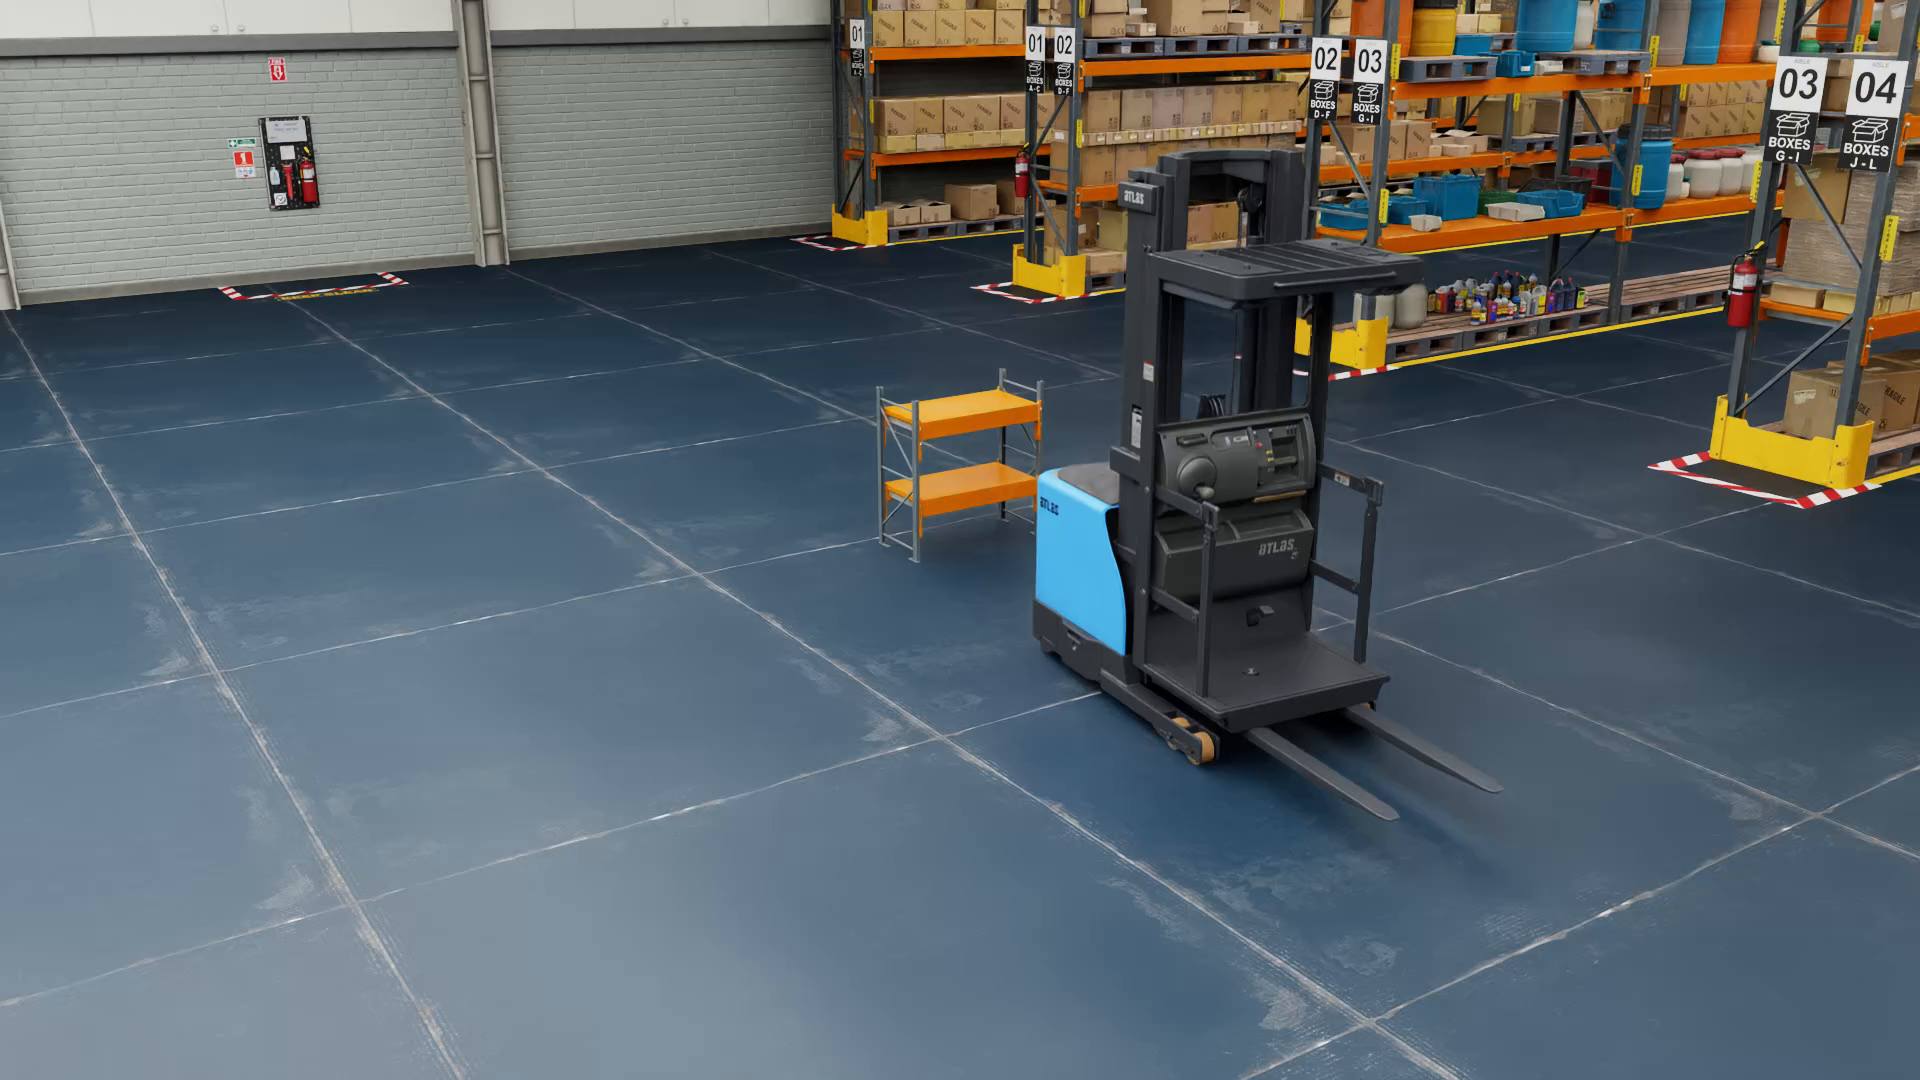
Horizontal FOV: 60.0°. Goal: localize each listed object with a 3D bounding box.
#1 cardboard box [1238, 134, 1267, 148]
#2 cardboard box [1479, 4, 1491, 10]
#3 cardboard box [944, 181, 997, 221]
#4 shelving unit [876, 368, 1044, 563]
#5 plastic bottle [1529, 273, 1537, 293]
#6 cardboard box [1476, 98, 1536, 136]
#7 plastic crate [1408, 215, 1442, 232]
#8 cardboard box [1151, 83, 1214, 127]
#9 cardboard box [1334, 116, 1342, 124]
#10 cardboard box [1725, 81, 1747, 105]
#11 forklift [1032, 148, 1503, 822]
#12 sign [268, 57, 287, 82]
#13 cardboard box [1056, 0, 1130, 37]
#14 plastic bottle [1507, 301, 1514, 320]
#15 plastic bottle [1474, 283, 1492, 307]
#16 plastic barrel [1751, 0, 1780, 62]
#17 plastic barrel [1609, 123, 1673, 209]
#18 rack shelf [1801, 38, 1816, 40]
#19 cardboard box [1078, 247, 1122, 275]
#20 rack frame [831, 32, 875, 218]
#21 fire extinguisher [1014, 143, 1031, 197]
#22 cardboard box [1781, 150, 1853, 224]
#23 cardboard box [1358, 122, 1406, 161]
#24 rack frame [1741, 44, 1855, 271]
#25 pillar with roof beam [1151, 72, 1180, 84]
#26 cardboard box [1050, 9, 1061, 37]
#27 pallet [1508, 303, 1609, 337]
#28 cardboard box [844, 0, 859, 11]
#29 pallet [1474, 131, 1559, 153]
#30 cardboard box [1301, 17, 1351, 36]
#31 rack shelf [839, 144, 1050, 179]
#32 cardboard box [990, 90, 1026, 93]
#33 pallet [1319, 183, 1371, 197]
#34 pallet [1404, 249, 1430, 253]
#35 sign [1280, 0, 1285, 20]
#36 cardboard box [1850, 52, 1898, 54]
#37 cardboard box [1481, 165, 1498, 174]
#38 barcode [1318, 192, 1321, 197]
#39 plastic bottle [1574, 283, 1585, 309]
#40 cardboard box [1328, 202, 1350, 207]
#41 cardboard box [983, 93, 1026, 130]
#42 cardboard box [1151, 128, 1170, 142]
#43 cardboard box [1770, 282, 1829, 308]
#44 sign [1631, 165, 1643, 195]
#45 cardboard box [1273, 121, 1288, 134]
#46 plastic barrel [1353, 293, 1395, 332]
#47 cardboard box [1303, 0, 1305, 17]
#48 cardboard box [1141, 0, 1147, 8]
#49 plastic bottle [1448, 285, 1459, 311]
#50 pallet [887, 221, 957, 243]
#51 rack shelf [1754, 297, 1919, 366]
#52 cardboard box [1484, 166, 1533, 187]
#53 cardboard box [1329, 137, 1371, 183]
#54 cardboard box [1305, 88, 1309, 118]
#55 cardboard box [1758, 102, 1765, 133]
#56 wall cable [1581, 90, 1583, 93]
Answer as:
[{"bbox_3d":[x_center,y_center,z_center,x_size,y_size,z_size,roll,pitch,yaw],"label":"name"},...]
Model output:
[{"bbox_3d":[3.681,-5.204,22.299,0.500,0.500,0.700,-12,22,-32],"label":"cardboard box"},{"bbox_3d":[9.595,-9.798,30.783,0.500,0.250,0.500,-12,22,-33],"label":"cardboard box"},{"bbox_3d":[0.161,-5.290,25.924,0.500,0.500,0.700,-14,23,-35],"label":"cardboard box"},{"bbox_3d":[0.006,-0.534,11.568,1.048,1.125,0.538,-12,22,-31],"label":"shelving unit"},{"bbox_3d":[6.699,-2.983,19.458,0.097,0.271,0.097,0,19,0],"label":"plastic bottle"},{"bbox_3d":[8.290,-6.423,25.250,0.700,0.500,0.500,14,23,35],"label":"cardboard box"},{"bbox_3d":[4.790,-3.248,17.080,0.250,0.136,0.298,-12,22,-31],"label":"plastic crate"},{"bbox_3d":[2.861,-5.648,21.587,0.500,0.500,0.700,-12,22,-31],"label":"cardboard box"},{"bbox_3d":[6.560,-7.481,29.551,0.250,0.149,0.380,-12,22,-31],"label":"cardboard box"},{"bbox_3d":[12.575,-7.451,27.383,0.500,0.500,0.500,-13,22,-33],"label":"cardboard box"},{"bbox_3d":[1.534,-0.415,8.395,1.130,2.935,3.031,-9,21,-25],"label":"forklift"},{"bbox_3d":[-8.632,-5.947,21.034,0.199,0.298,0.001,-12,22,-31],"label":"sign"},{"bbox_3d":[1.627,-6.462,20.457,0.637,0.503,0.797,-10,21,-28],"label":"cardboard box"},{"bbox_3d":[6.004,-2.516,18.185,0.097,0.201,0.097,0,19,0],"label":"plastic bottle"},{"bbox_3d":[5.894,-2.750,18.760,0.135,0.276,0.152,-12,22,-31],"label":"plastic bottle"},{"bbox_3d":[9.742,-6.282,20.178,0.600,0.901,0.600,0,19,0],"label":"plastic barrel"},{"bbox_3d":[7.696,-4.230,18.792,0.708,0.901,0.600,-12,22,-31],"label":"plastic barrel"},{"bbox_3d":[12.837,-8.173,27.676,4.000,0.370,1.077,-12,22,-31],"label":"rack shelf"},{"bbox_3d":[1.715,-3.558,21.224,0.500,0.250,0.500,-12,22,-31],"label":"cardboard box"},{"bbox_3d":[-1.583,-5.951,24.665,0.127,3.000,1.000,-12,22,-31],"label":"rack frame"},{"bbox_3d":[0.790,-4.694,21.066,0.183,0.674,0.296,-12,22,-31],"label":"fire extinguisher"},{"bbox_3d":[6.913,-2.802,13.166,0.500,0.500,0.500,-12,22,-31],"label":"cardboard box"},{"bbox_3d":[5.994,-5.691,23.738,0.500,0.500,0.500,-12,22,-31],"label":"cardboard box"},{"bbox_3d":[10.547,-4.711,20.995,0.127,3.000,1.000,-12,22,-31],"label":"rack frame"},{"bbox_3d":[5.905,-9.053,24.473,0.400,9.000,9.100,-12,22,-31],"label":"pillar with roof beam"},{"bbox_3d":[1.470,-7.978,25.789,0.500,0.500,0.500,-11,22,-30],"label":"cardboard box"},{"bbox_3d":[6.622,-2.578,19.040,1.213,0.211,1.003,-12,22,-31],"label":"pallet"},{"bbox_3d":[-1.367,-8.049,24.437,0.500,0.500,0.500,-11,21,-29],"label":"cardboard box"},{"bbox_3d":[8.353,-6.083,25.355,1.003,0.211,1.213,-12,22,-31],"label":"pallet"},{"bbox_3d":[5.005,-6.986,22.621,0.500,0.250,0.500,-9,21,-26],"label":"cardboard box"},{"bbox_3d":[0.087,-5.963,25.822,4.000,0.370,1.077,-12,22,-31],"label":"rack shelf"},{"bbox_3d":[0.816,-6.833,26.303,0.500,0.500,0.500,-12,22,-32],"label":"cardboard box"},{"bbox_3d":[6.816,-6.372,30.262,1.213,0.211,1.003,-12,22,-31],"label":"pallet"},{"bbox_3d":[6.099,-4.367,24.332,1.213,0.211,1.003,-12,22,-31],"label":"pallet"},{"bbox_3d":[5.395,-8.881,27.839,0.005,0.325,0.100,-12,22,-31],"label":"sign"},{"bbox_3d":[7.297,-3.790,13.201,0.250,0.149,0.380,-12,22,-31],"label":"cardboard box"},{"bbox_3d":[9.971,-7.361,32.083,0.500,0.500,0.700,-11,22,-30],"label":"cardboard box"},{"bbox_3d":[4.927,-4.744,22.811,0.075,0.075,0.001,-12,22,-31],"label":"barcode"},{"bbox_3d":[6.986,-2.755,18.763,0.133,0.283,0.061,-11,21,-29],"label":"plastic bottle"},{"bbox_3d":[5.388,-4.586,23.390,0.500,0.311,0.500,-12,22,-32],"label":"cardboard box"},{"bbox_3d":[0.693,-6.608,25.640,0.500,0.500,0.500,-13,22,-33],"label":"cardboard box"},{"bbox_3d":[2.452,-5.175,21.201,0.250,0.149,0.380,-13,23,-33],"label":"cardboard box"},{"bbox_3d":[6.714,-1.963,13.260,0.250,0.149,0.380,-12,22,-31],"label":"cardboard box"},{"bbox_3d":[7.500,-3.988,18.425,0.005,0.325,0.100,-12,22,-31],"label":"sign"},{"bbox_3d":[4.168,-5.538,22.273,0.250,0.149,0.380,-12,22,-33],"label":"cardboard box"},{"bbox_3d":[4.373,-2.458,17.561,0.421,0.512,0.421,0,19,0],"label":"plastic barrel"},{"bbox_3d":[5.885,-9.245,28.882,0.500,0.500,0.700,-13,23,-34],"label":"cardboard box"},{"bbox_3d":[3.288,-8.615,27.049,0.500,0.500,0.500,-13,23,-33],"label":"cardboard box"},{"bbox_3d":[5.500,-2.722,18.678,0.135,0.276,0.152,-13,22,-33],"label":"plastic bottle"},{"bbox_3d":[-0.822,-4.777,25.546,1.213,0.211,1.003,-12,22,-31],"label":"pallet"},{"bbox_3d":[8.260,-1.988,14.065,4.000,0.370,1.077,-12,22,-31],"label":"rack shelf"},{"bbox_3d":[8.523,-5.654,25.831,0.500,0.250,0.500,-11,22,-29],"label":"cardboard box"},{"bbox_3d":[7.227,-6.939,30.287,0.750,0.750,0.750,-11,22,-30],"label":"cardboard box"},{"bbox_3d":[6.087,-7.665,29.082,0.500,0.500,0.500,-11,22,-30],"label":"cardboard box"},{"bbox_3d":[13.432,-7.162,28.090,0.500,0.500,0.500,-12,22,-31],"label":"cardboard box"},{"bbox_3d":[12.329,-9.729,34.254,1.851,1.984,0.084,-12,22,-31],"label":"wall cable"}]
